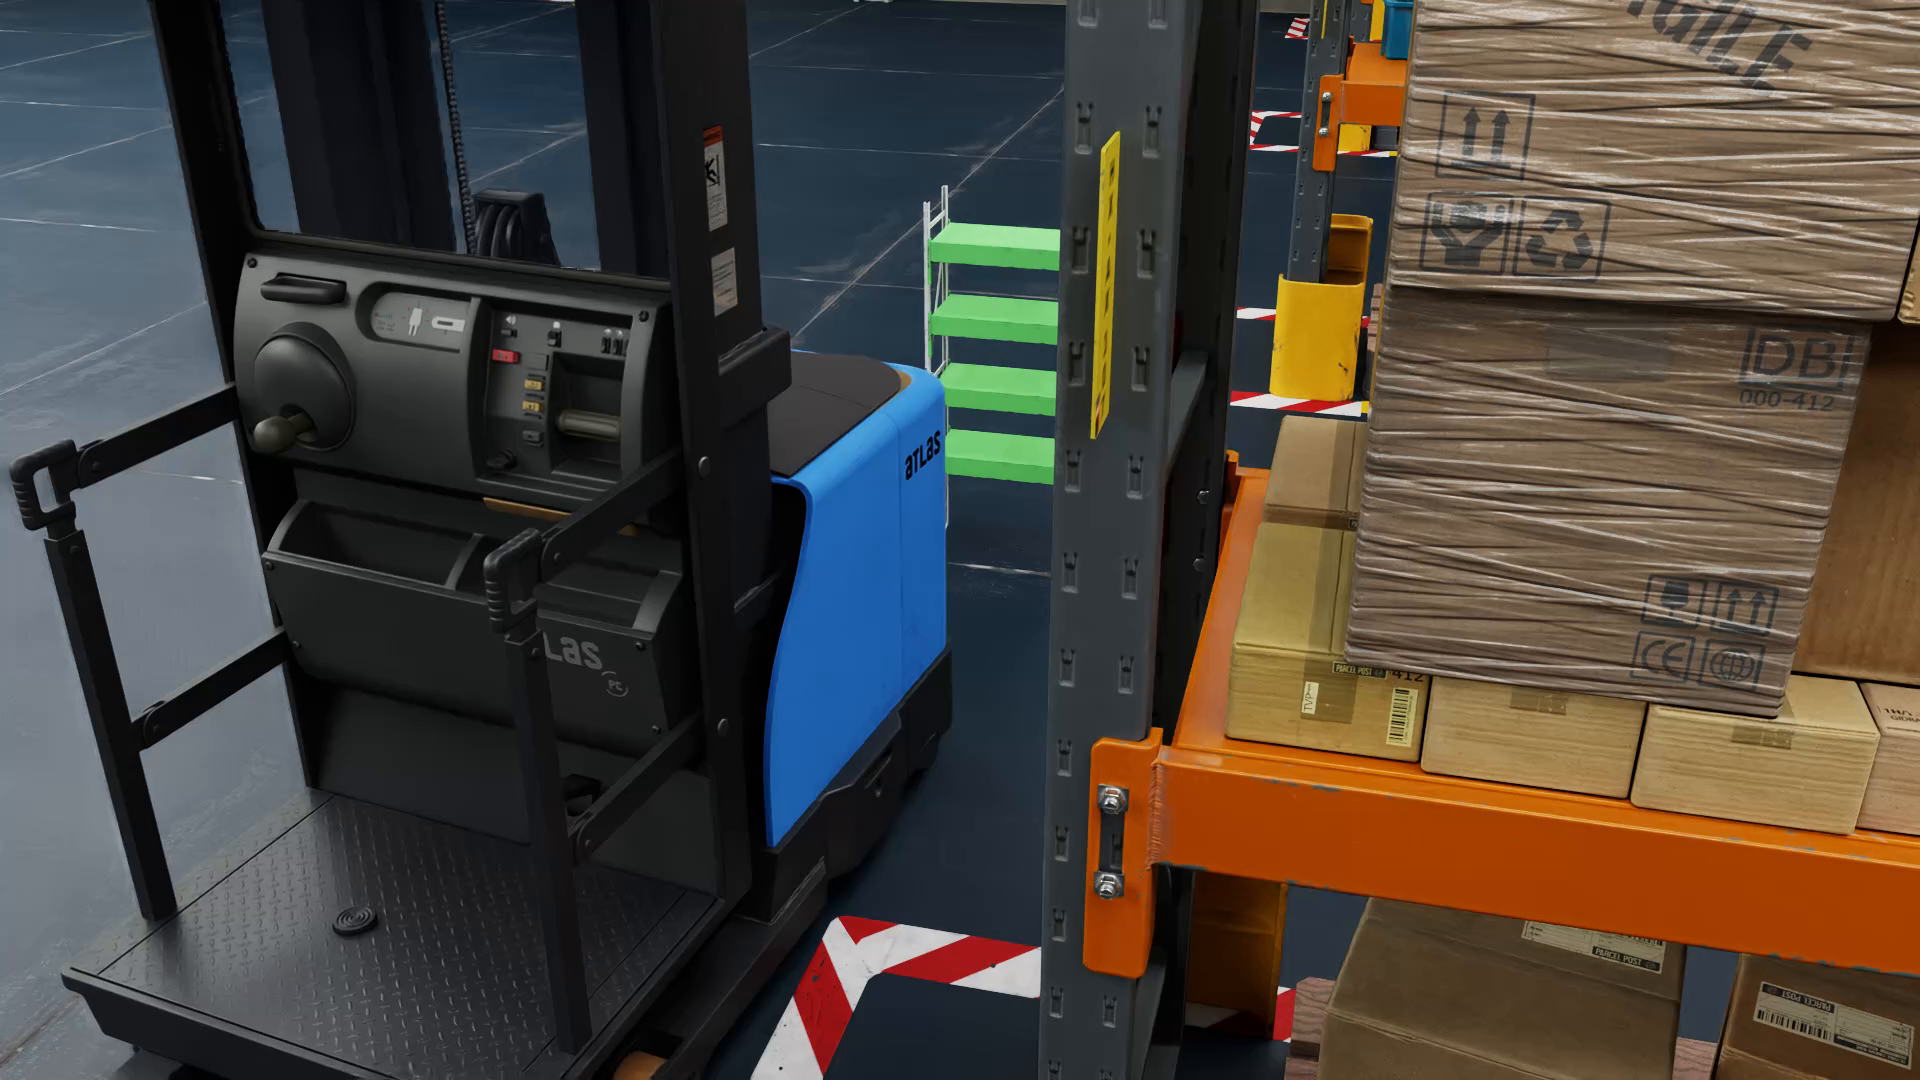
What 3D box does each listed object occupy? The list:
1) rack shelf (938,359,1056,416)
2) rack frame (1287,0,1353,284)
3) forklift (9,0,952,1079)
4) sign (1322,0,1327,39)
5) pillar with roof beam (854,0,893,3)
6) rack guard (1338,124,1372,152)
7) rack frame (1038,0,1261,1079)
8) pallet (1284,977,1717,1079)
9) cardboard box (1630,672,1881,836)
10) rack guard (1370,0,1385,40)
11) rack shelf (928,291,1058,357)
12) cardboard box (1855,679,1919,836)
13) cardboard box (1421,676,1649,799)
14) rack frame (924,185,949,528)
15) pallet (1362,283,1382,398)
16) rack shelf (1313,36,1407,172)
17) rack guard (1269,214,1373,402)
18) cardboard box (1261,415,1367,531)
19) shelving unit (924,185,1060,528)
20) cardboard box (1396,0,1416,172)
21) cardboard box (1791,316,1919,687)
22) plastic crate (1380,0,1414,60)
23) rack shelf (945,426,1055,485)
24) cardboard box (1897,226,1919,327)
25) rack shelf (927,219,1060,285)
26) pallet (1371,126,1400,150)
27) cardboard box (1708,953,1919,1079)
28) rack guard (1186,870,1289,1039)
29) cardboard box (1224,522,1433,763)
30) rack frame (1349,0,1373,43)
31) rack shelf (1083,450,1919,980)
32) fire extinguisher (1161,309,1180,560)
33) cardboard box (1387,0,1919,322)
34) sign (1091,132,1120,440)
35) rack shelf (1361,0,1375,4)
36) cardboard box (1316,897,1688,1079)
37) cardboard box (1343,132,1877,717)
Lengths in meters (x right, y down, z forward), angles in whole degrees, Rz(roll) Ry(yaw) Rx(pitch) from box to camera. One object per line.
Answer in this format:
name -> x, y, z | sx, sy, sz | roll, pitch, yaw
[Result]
rack shelf -> 0.160, -0.466, 5.482 | 0.480, 0.148, 0.258 | 6, 26, 13
rack frame -> 1.530, -2.176, 6.831 | 0.127, 3.000, 1.000 | 6, 26, 13
forklift -> -1.051, -0.275, 2.918 | 1.130, 2.935, 3.031 | 10, 27, 20
sign -> 1.389, -2.072, 6.291 | 0.005, 0.325, 0.100 | 6, 26, 13
pillar with roof beam -> -1.993, -8.144, 12.388 | 0.400, 9.000, 9.100 | 6, 26, 13
rack guard -> 2.744, -3.112, 11.704 | 0.348, 0.500, 1.175 | 6, 26, 13
rack frame -> 0.296, -0.114, 2.500 | 0.127, 3.000, 1.000 | 6, 26, 13
pallet -> 1.148, 1.255, 2.868 | 1.213, 0.211, 1.003 | 6, 26, 13
cardboard box -> 0.989, 0.197, 2.139 | 0.250, 0.149, 0.380 | 6, 26, 13
rack guard -> 4.071, -5.164, 16.014 | 0.348, 0.500, 1.175 | 6, 26, 13
rack shelf -> 0.160, -0.683, 5.379 | 0.480, 0.148, 0.258 | 6, 26, 13
cardboard box -> 1.236, 0.215, 2.101 | 0.250, 0.149, 0.380 | 6, 26, 13
cardboard box -> 0.750, 0.164, 2.208 | 0.250, 0.149, 0.380 | 6, 26, 13
rack frame -> -0.076, -0.550, 5.510 | 0.015, 1.200, 0.240 | 6, 26, 13
pallet -> 2.401, -0.839, 7.267 | 1.213, 0.211, 1.003 | 6, 26, 13
rack shelf -> 3.467, -1.637, 6.536 | 4.000, 0.370, 1.077 | 6, 26, 13
rack guard -> 1.615, -1.059, 7.392 | 0.348, 0.500, 1.175 | 6, 26, 13
cardboard box -> 0.624, -0.056, 2.670 | 0.250, 0.149, 0.380 | 6, 26, 13
shelving unit -> 0.160, -0.524, 5.455 | 0.503, 1.200, 0.258 | 6, 26, 13
cardboard box -> 0.890, -0.789, 2.292 | 0.500, 0.500, 0.500 | 6, 26, 13
cardboard box -> 1.336, -0.219, 2.259 | 0.500, 0.500, 0.875 | 6, 26, 13
plastic crate -> 2.089, -2.180, 7.012 | 0.616, 0.251, 0.499 | 6, 26, 13
rack shelf -> 0.160, -0.250, 5.585 | 0.480, 0.148, 0.258 | 6, 26, 13
cardboard box -> 1.243, -0.516, 1.719 | 0.500, 0.500, 0.500 | 6, 26, 13
rack shelf -> 0.160, -0.900, 5.276 | 0.480, 0.148, 0.258 | 6, 26, 13
pallet -> 3.518, -2.914, 11.625 | 1.213, 0.211, 1.003 | 6, 26, 13
cardboard box -> 1.484, 0.949, 2.687 | 0.500, 0.500, 0.500 | 14, 29, 26
rack guard -> 0.370, 1.023, 3.020 | 0.348, 0.500, 1.175 | 6, 26, 13
cardboard box -> 0.513, 0.129, 2.281 | 0.250, 0.149, 0.380 | 6, 26, 13
rack frame -> 2.767, -4.238, 11.161 | 0.127, 3.000, 1.000 | 6, 26, 13
rack shelf -> 2.233, 0.425, 2.205 | 4.000, 0.370, 1.077 | 6, 26, 13
fire extinguisher -> 0.300, -0.283, 2.945 | 0.183, 0.674, 0.296 | 6, 26, 13
cardboard box -> 0.761, -0.572, 1.837 | 0.500, 0.500, 0.500 | 6, 26, 13
sign -> 0.161, -0.279, 1.839 | 0.005, 0.325, 0.100 | 6, 26, 13
rack shelf -> 4.704, -3.699, 10.866 | 4.000, 0.370, 1.077 | 6, 26, 13
cardboard box -> 0.897, 0.899, 2.792 | 0.500, 0.500, 0.500 | 11, 28, 23
cardboard box -> 0.822, -0.223, 2.267 | 0.500, 0.500, 0.875 | 6, 26, 13
